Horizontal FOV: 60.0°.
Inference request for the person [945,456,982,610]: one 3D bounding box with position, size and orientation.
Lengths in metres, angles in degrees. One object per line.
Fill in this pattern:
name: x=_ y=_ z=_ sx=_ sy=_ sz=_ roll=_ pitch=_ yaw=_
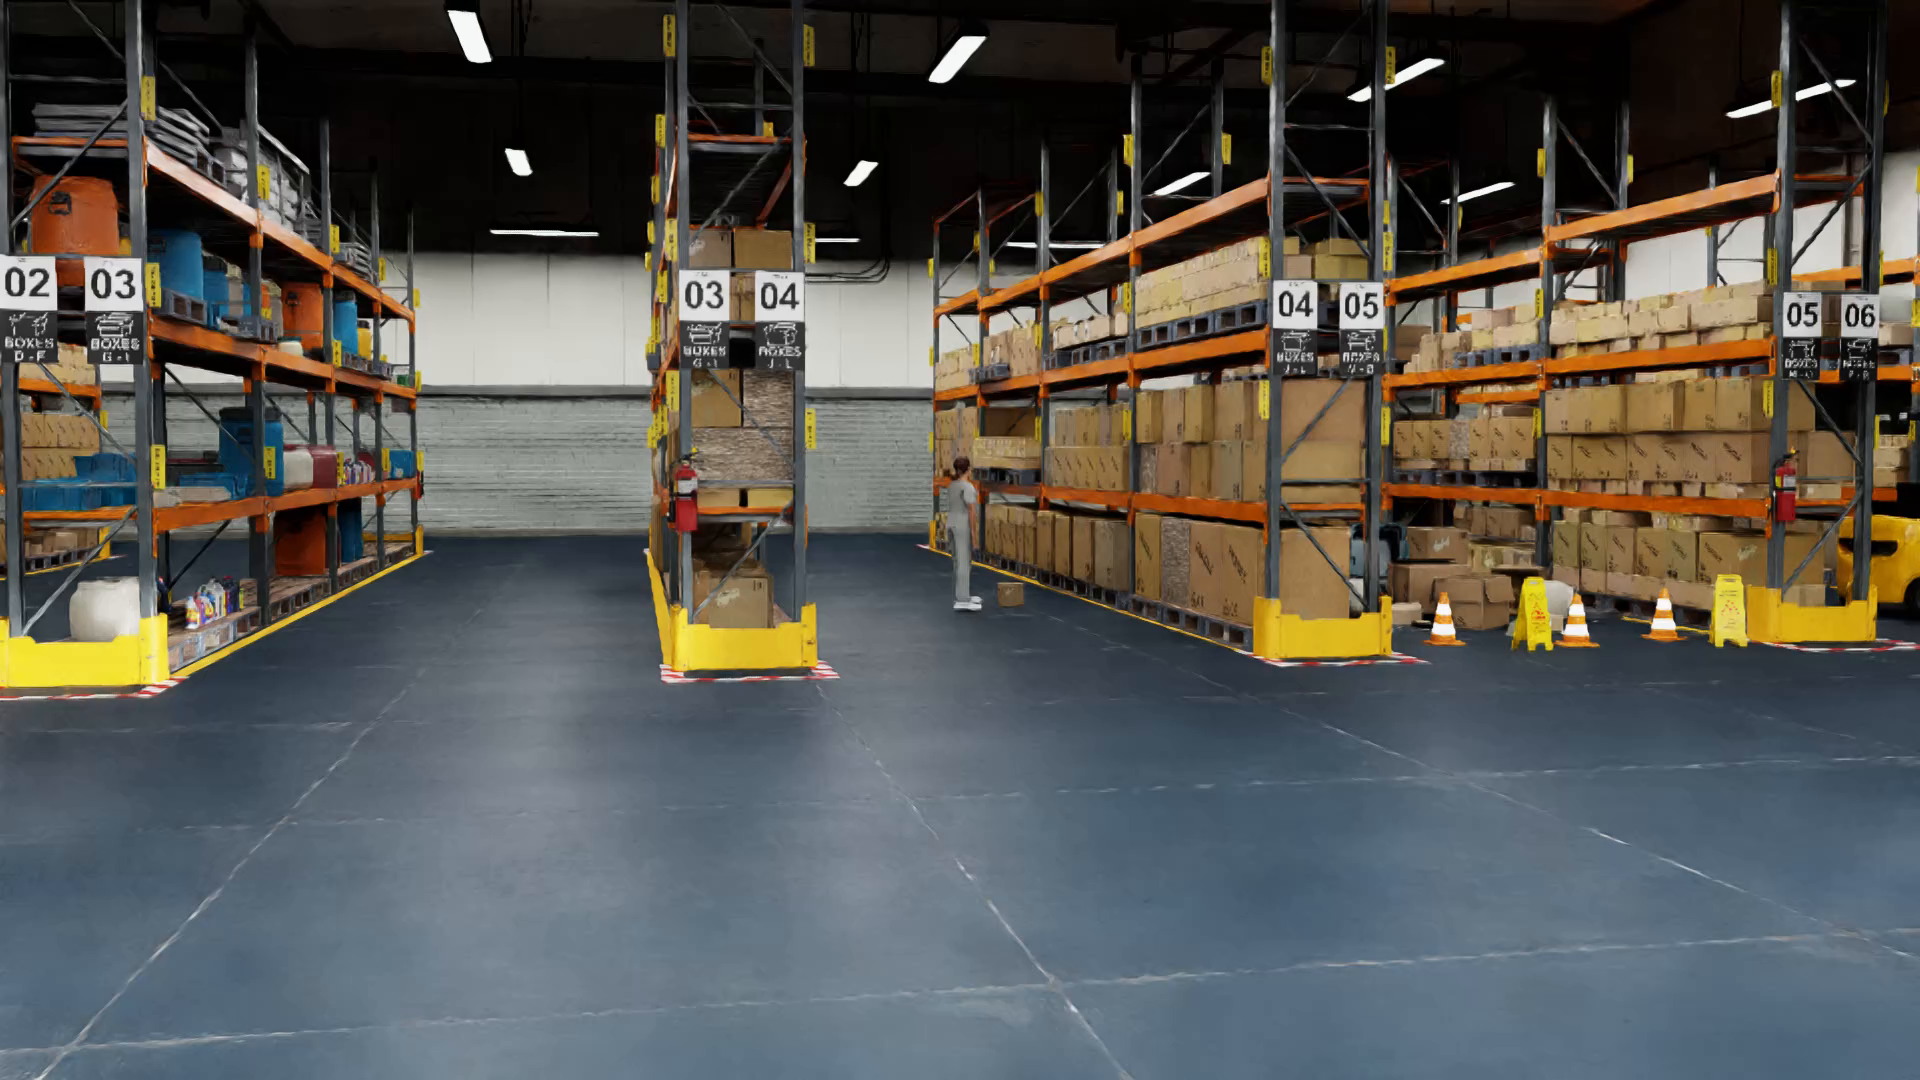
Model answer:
person: x=0.092 y=-0.085 z=18.320 sx=0.493 sy=1.678 sz=0.507 roll=-2 pitch=4 yaw=-36
